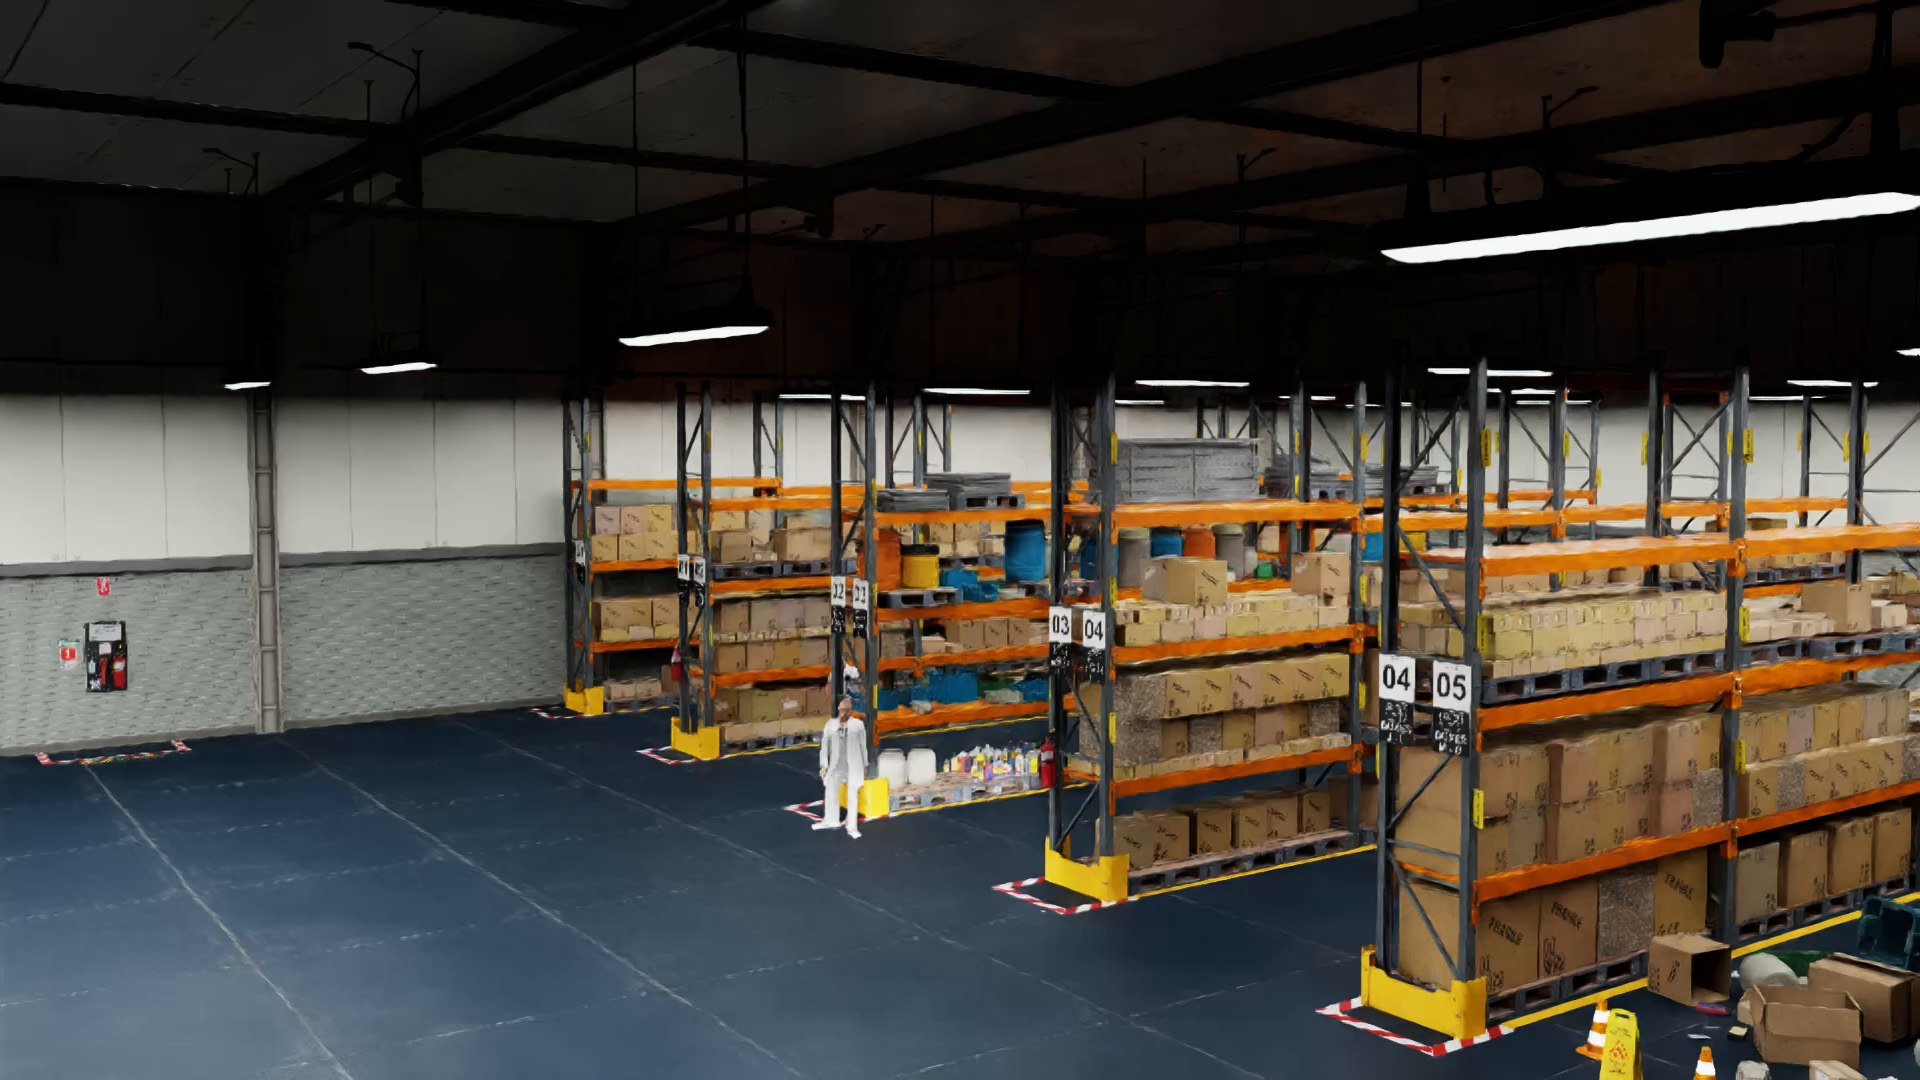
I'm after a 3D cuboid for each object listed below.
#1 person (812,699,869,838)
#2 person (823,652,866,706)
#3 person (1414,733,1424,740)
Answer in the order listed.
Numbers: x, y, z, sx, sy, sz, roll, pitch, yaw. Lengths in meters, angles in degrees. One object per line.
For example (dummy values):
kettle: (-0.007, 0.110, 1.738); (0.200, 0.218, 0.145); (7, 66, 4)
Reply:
person: (-1.574, 2.909, 21.400); (0.754, 1.771, 0.516); (1, 4, 10)
person: (-1.794, 2.608, 26.570); (0.707, 1.693, 0.827); (3, 5, 37)
person: (5.536, 3.096, 19.888); (0.518, 1.598, 0.592); (-3, 5, -37)
